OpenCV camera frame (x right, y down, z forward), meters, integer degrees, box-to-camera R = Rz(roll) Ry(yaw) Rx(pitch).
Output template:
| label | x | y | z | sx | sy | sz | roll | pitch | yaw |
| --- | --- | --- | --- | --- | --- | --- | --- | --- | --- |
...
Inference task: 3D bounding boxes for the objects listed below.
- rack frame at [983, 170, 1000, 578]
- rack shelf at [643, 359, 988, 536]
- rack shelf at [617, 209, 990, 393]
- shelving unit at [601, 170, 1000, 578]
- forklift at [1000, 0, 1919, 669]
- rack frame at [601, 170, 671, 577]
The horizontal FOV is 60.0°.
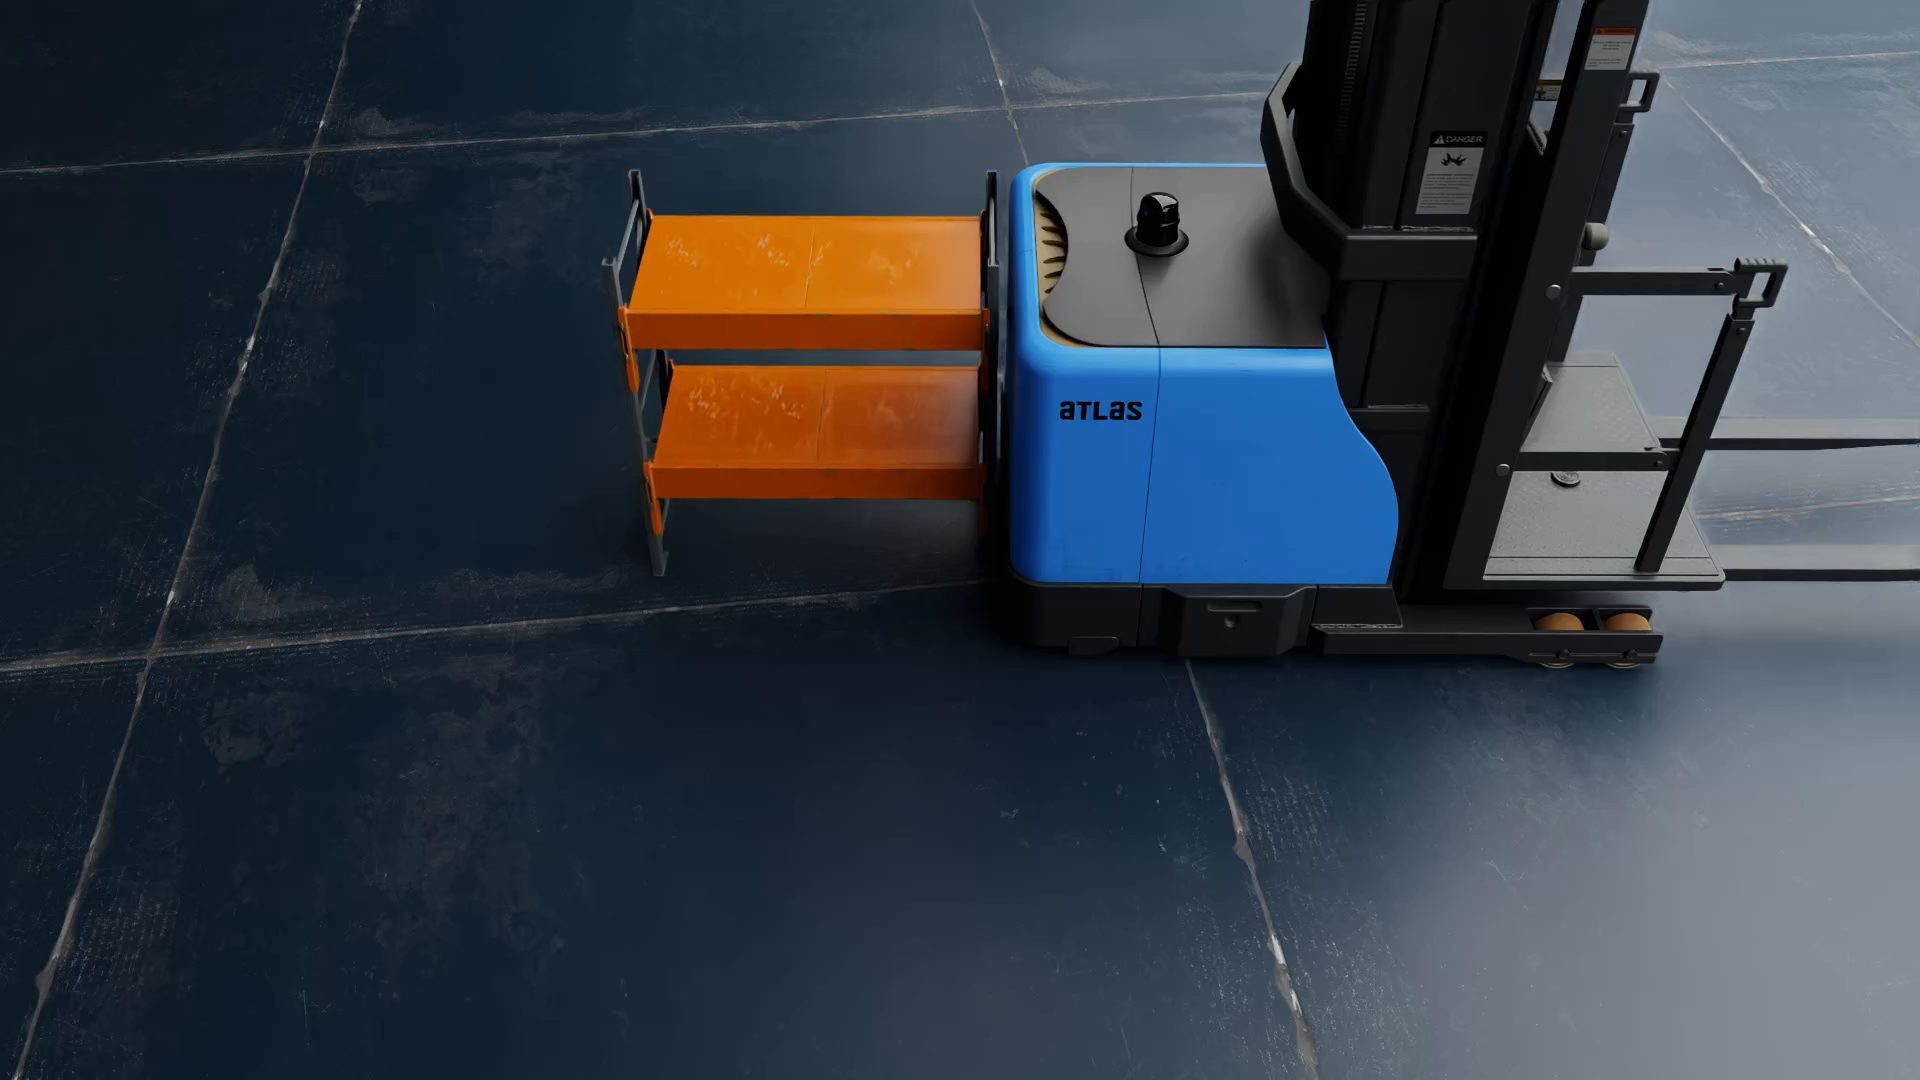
| label | x | y | z | sx | sy | sz | roll | pitch | yaw |
| --- | --- | --- | --- | --- | --- | --- | --- | --- | --- |
| rack frame | 0.090 | -0.468 | 4.929 | 0.032 | 1.125 | 0.500 | 0 | 42 | 0 |
| rack shelf | -0.419 | -0.288 | 5.095 | 1.000 | 0.278 | 0.538 | 0 | 42 | 0 |
| rack shelf | -0.419 | -0.687 | 4.735 | 1.000 | 0.278 | 0.538 | 0 | 42 | 0 |
| shelving unit | -0.419 | -0.470 | 4.931 | 1.048 | 1.125 | 0.538 | 0 | 42 | 0 |
| forklift | 1.647 | -1.074 | 4.253 | 3.031 | 2.935 | 1.130 | 0 | 42 | 0 |
| rack frame | -0.927 | -0.471 | 4.933 | 0.032 | 1.125 | 0.500 | 0 | 42 | 0 |
